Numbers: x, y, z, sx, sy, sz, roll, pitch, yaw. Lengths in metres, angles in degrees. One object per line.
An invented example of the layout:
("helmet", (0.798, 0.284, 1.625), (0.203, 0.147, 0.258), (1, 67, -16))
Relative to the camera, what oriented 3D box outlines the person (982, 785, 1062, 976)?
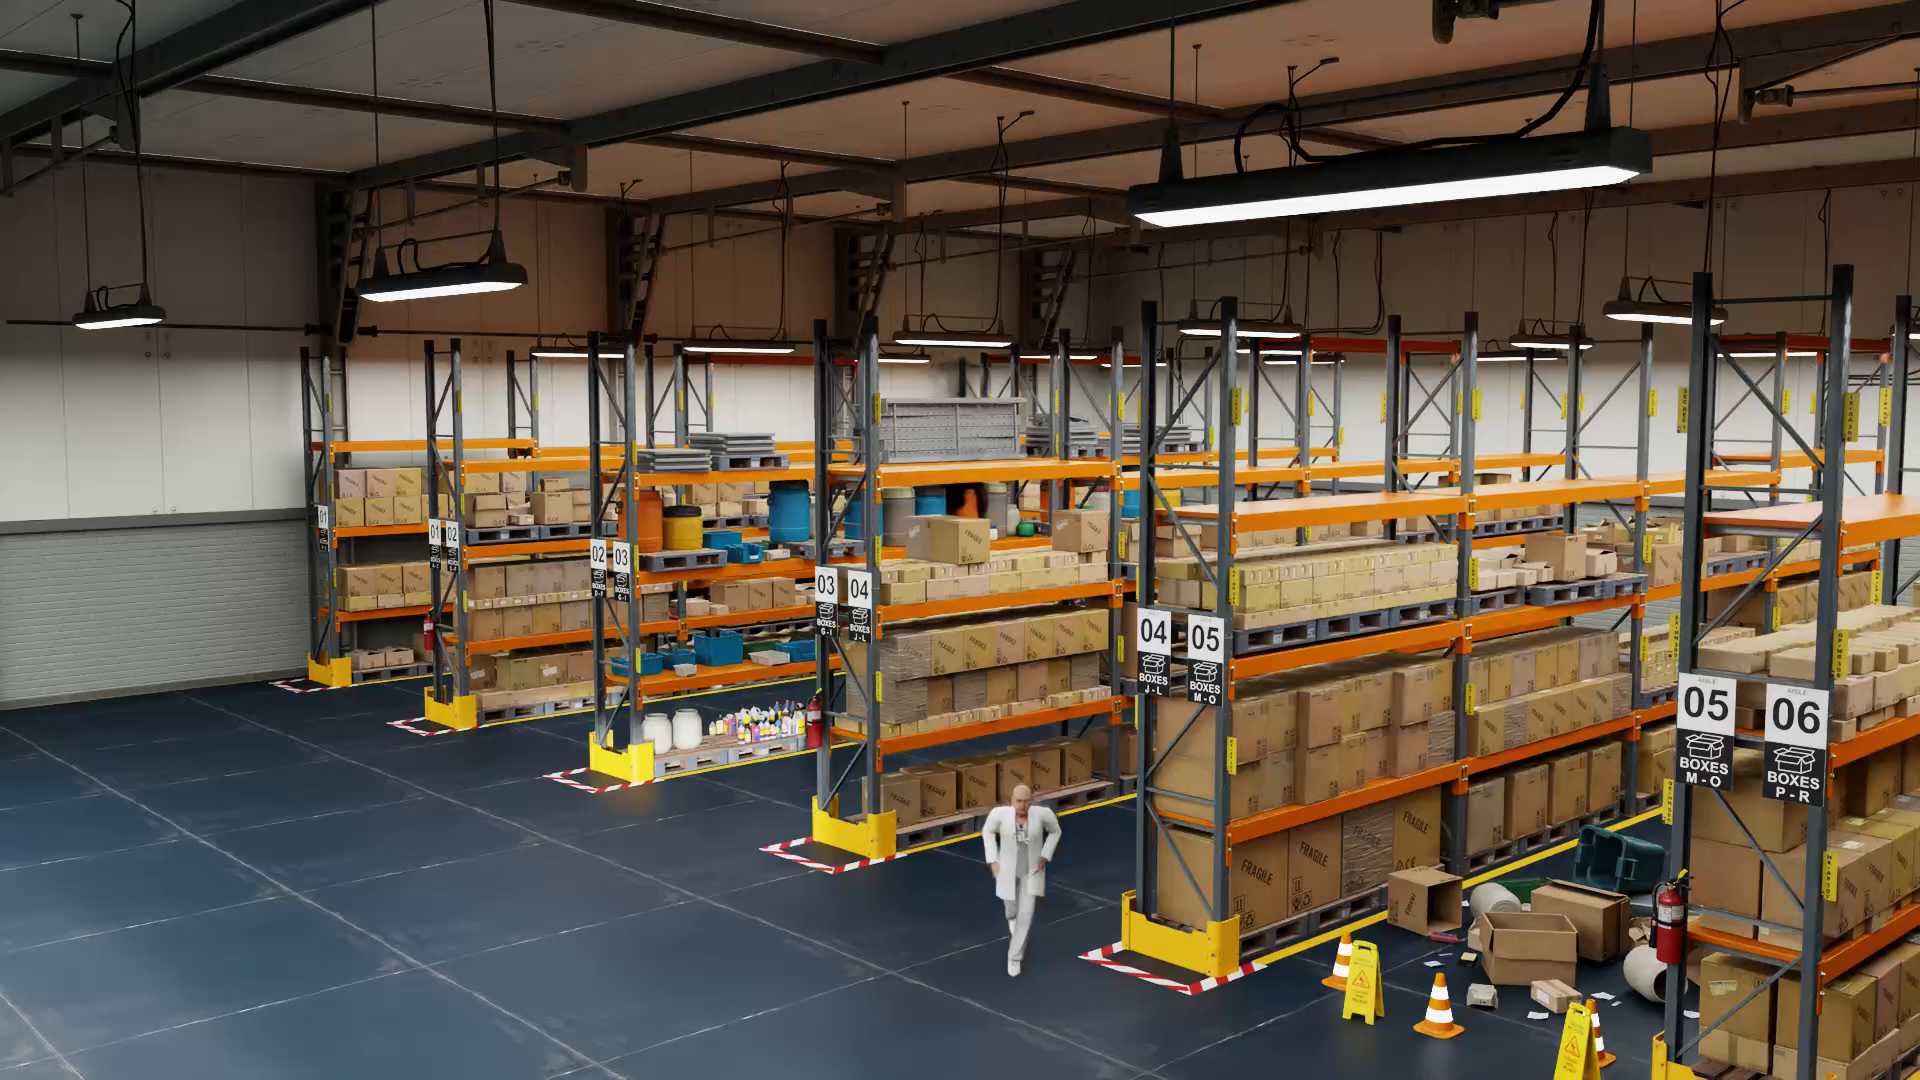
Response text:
("person", (0.553, 3.005, 15.134), (0.713, 1.727, 0.905), (0, 5, -3))
